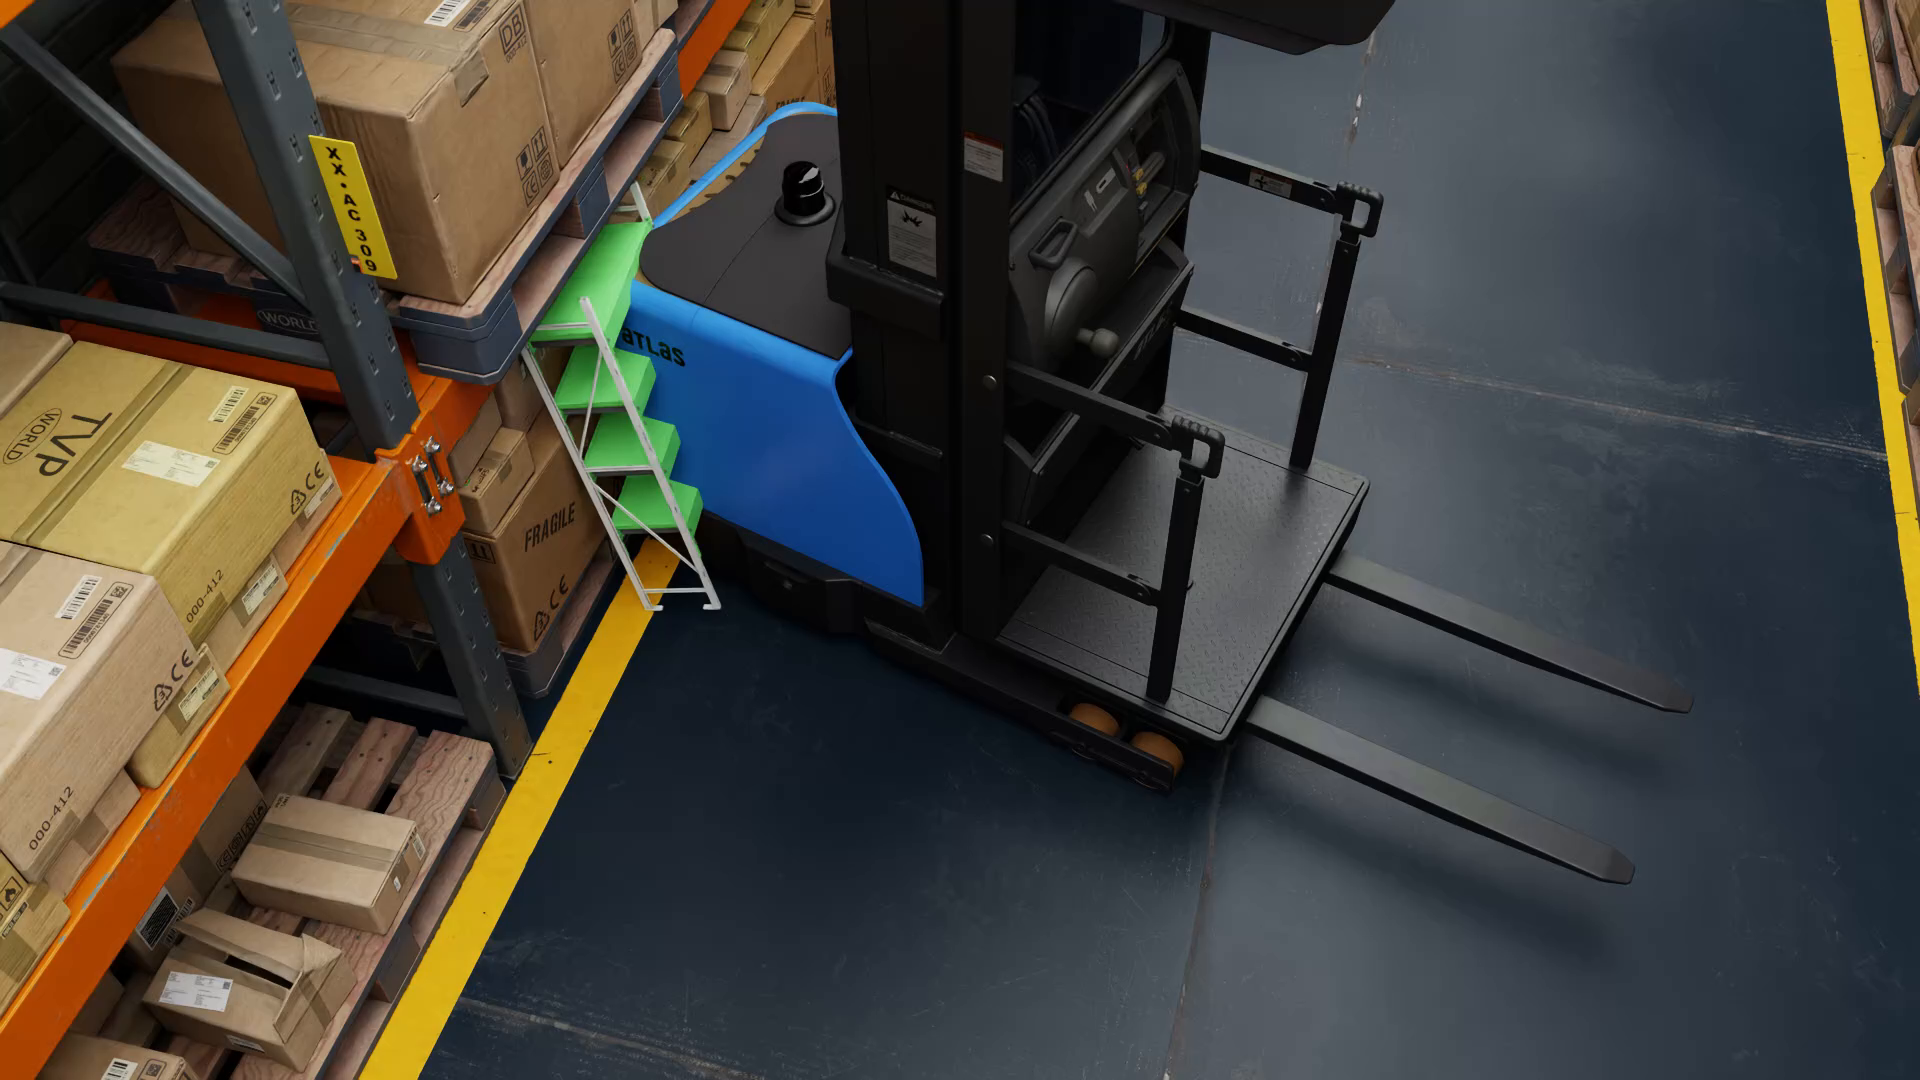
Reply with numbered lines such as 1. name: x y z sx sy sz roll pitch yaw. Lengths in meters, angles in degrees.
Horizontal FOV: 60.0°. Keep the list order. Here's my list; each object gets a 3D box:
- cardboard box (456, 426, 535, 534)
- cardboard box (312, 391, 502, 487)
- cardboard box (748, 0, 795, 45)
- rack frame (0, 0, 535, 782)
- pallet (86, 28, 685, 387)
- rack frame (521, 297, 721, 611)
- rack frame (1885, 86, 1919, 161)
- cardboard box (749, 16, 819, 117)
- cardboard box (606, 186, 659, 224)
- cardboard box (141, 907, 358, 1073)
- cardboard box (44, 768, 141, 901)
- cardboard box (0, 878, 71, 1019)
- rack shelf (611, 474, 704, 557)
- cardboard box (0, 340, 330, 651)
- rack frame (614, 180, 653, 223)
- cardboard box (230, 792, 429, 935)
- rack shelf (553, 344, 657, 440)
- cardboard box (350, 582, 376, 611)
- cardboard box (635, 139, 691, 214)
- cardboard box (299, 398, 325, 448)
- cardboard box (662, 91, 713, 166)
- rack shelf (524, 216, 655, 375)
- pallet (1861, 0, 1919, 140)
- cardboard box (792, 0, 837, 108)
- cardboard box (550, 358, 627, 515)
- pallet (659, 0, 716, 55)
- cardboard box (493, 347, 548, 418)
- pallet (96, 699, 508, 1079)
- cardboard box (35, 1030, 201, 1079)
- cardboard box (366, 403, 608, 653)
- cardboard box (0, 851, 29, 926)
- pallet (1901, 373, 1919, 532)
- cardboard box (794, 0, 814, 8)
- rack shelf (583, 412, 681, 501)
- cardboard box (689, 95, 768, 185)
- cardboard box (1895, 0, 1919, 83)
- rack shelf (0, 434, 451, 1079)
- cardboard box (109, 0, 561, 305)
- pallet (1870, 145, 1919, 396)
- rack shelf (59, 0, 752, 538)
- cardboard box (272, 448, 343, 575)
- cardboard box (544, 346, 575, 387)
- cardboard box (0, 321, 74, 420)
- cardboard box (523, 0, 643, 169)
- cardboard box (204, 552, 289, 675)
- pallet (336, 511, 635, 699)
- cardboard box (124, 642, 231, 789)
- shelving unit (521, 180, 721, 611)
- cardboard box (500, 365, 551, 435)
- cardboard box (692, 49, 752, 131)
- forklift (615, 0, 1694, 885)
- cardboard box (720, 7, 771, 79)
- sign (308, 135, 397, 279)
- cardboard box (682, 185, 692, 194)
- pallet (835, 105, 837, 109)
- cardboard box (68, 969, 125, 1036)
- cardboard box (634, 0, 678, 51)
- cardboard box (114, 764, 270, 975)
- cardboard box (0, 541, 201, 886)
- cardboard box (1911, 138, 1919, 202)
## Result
1. cardboard box: -1.357 -0.192 4.374 0.380 0.149 0.250 14 50 12
2. cardboard box: -1.416 -0.303 4.273 0.380 0.149 0.250 11 49 9
3. cardboard box: -0.808 -1.904 5.884 0.380 0.149 0.250 13 50 11
4. rack frame: -1.708 -0.459 3.654 1.000 3.000 0.127 12 50 10
5. pallet: -1.393 -0.952 4.218 1.003 0.211 1.213 12 50 10
6. rack frame: -0.942 -0.196 4.606 0.240 1.200 0.015 -2 47 12
7. rack frame: 4.134 -2.375 5.346 1.000 3.000 0.127 12 50 10
8. cardboard box: -0.836 -1.577 6.028 0.500 0.500 0.500 14 50 12
9. cardboard box: -1.142 -0.970 5.060 0.380 0.149 0.250 11 50 10
10. cardboard box: -1.666 1.026 3.887 0.396 0.266 0.258 13 50 11
11. cardboard box: -1.736 0.474 2.998 0.380 0.149 0.250 13 50 11
12. cardboard box: -1.777 0.665 2.830 0.380 0.149 0.250 11 49 9
13. rack shelf: -0.860 -0.173 4.986 0.258 0.148 0.480 -2 47 12
14. cardboard box: -1.607 -0.091 3.232 0.500 0.250 0.500 13 50 11
15. rack frame: -0.883 -0.557 4.928 0.240 1.200 0.015 -2 47 12
16. cardboard box: -1.572 0.806 4.159 0.380 0.149 0.250 10 49 9
17. rack shelf: -0.944 -0.495 4.640 0.258 0.148 0.480 -2 47 12
18. cardboard box: -1.864 -0.184 4.799 0.500 0.500 0.500 11 50 10
19. cardboard box: -1.074 -1.149 5.218 0.380 0.149 0.250 13 50 11
20. cardboard box: -1.890 -0.309 4.476 0.380 0.149 0.250 10 49 9
21. cardboard box: -1.031 -1.350 5.396 0.380 0.149 0.250 12 50 10
22. rack shelf: -0.985 -0.656 4.467 0.258 0.148 0.480 -2 47 12
23. pallet: 4.341 -2.018 6.890 1.003 0.211 1.213 12 50 10
24. cardboard box: -0.701 -1.956 6.363 0.500 0.500 0.500 11 49 9
25. cardboard box: -1.233 -0.463 5.045 0.500 0.500 0.500 11 49 10
26. pallet: -1.163 -1.881 5.038 1.003 0.211 1.213 12 50 10
27. cardboard box: -1.335 -0.488 4.436 0.380 0.149 0.250 9 49 8
28. pallet: -1.890 0.960 4.262 1.003 0.211 1.213 12 50 10
29. cardboard box: -1.973 1.337 3.456 0.700 0.500 0.500 10 49 9
30. cardboard box: -1.364 -0.076 4.704 0.500 0.500 0.500 14 50 12
31. cardboard box: -1.869 0.632 2.593 0.500 0.250 0.500 11 50 10
32. pallet: 3.531 -0.018 5.125 1.003 0.211 1.213 12 50 10
33. cardboard box: -0.695 -2.086 6.045 0.380 0.149 0.250 10 49 9
34. rack shelf: -0.902 -0.334 4.813 0.258 0.148 0.480 -2 47 12
35. cardboard box: -0.955 -1.197 5.693 0.500 0.500 0.500 10 49 9
36. cardboard box: 4.293 -2.052 6.533 0.950 0.372 0.625 9 49 7
37. rack shelf: -2.235 1.226 2.647 1.077 0.370 4.000 12 50 10
38. cardboard box: -1.365 -0.937 3.729 0.700 0.500 0.500 13 50 11
39. pallet: 3.854 -0.897 5.901 1.003 0.211 1.213 12 50 10
40. rack shelf: -1.182 -1.668 5.201 1.077 0.370 4.000 12 50 10
41. cardboard box: -1.549 -0.095 3.501 0.380 0.149 0.250 12 50 11
42. cardboard box: -1.302 -0.596 4.730 0.380 0.149 0.250 9 49 8
43. cardboard box: -2.099 -0.203 3.330 0.500 0.250 0.500 11 50 10
44. cardboard box: -1.229 -1.311 4.060 0.700 0.500 0.500 12 50 10
45. cardboard box: -1.596 0.097 3.331 0.380 0.149 0.250 13 50 11
46. pallet: -1.531 -0.132 5.226 1.003 0.211 1.213 12 50 10
47. cardboard box: -1.641 0.290 3.161 0.380 0.149 0.250 13 50 11
48. shelving unit: -0.913 -0.377 4.767 0.258 1.200 0.503 -2 47 12
49. cardboard box: -1.359 -0.408 4.564 0.380 0.149 0.250 10 49 9
50. cardboard box: -0.917 -1.518 5.544 0.380 0.149 0.250 9 49 8
51. forklift: 0.540 -0.737 3.946 3.031 2.935 1.130 23 53 19
52. cardboard box: -0.873 -1.724 5.725 0.380 0.149 0.250 11 49 9
53. sign: -1.183 -0.644 3.240 0.100 0.325 0.005 12 50 10
54. cardboard box: -1.098 -0.824 5.363 0.500 0.500 0.500 10 49 9
55. pallet: -0.888 -1.897 6.783 1.003 0.211 1.213 12 50 10
56. cardboard box: -2.224 1.090 3.908 0.380 0.149 0.250 11 49 10
57. cardboard box: -0.972 -1.483 4.367 0.396 0.266 0.258 14 50 12
58. cardboard box: -2.110 0.723 4.125 0.500 0.311 0.500 13 50 11
59. cardboard box: -1.725 0.274 2.909 0.500 0.250 0.500 12 50 10
60. cardboard box: 3.872 -1.328 5.559 0.875 0.875 0.875 11 50 10
